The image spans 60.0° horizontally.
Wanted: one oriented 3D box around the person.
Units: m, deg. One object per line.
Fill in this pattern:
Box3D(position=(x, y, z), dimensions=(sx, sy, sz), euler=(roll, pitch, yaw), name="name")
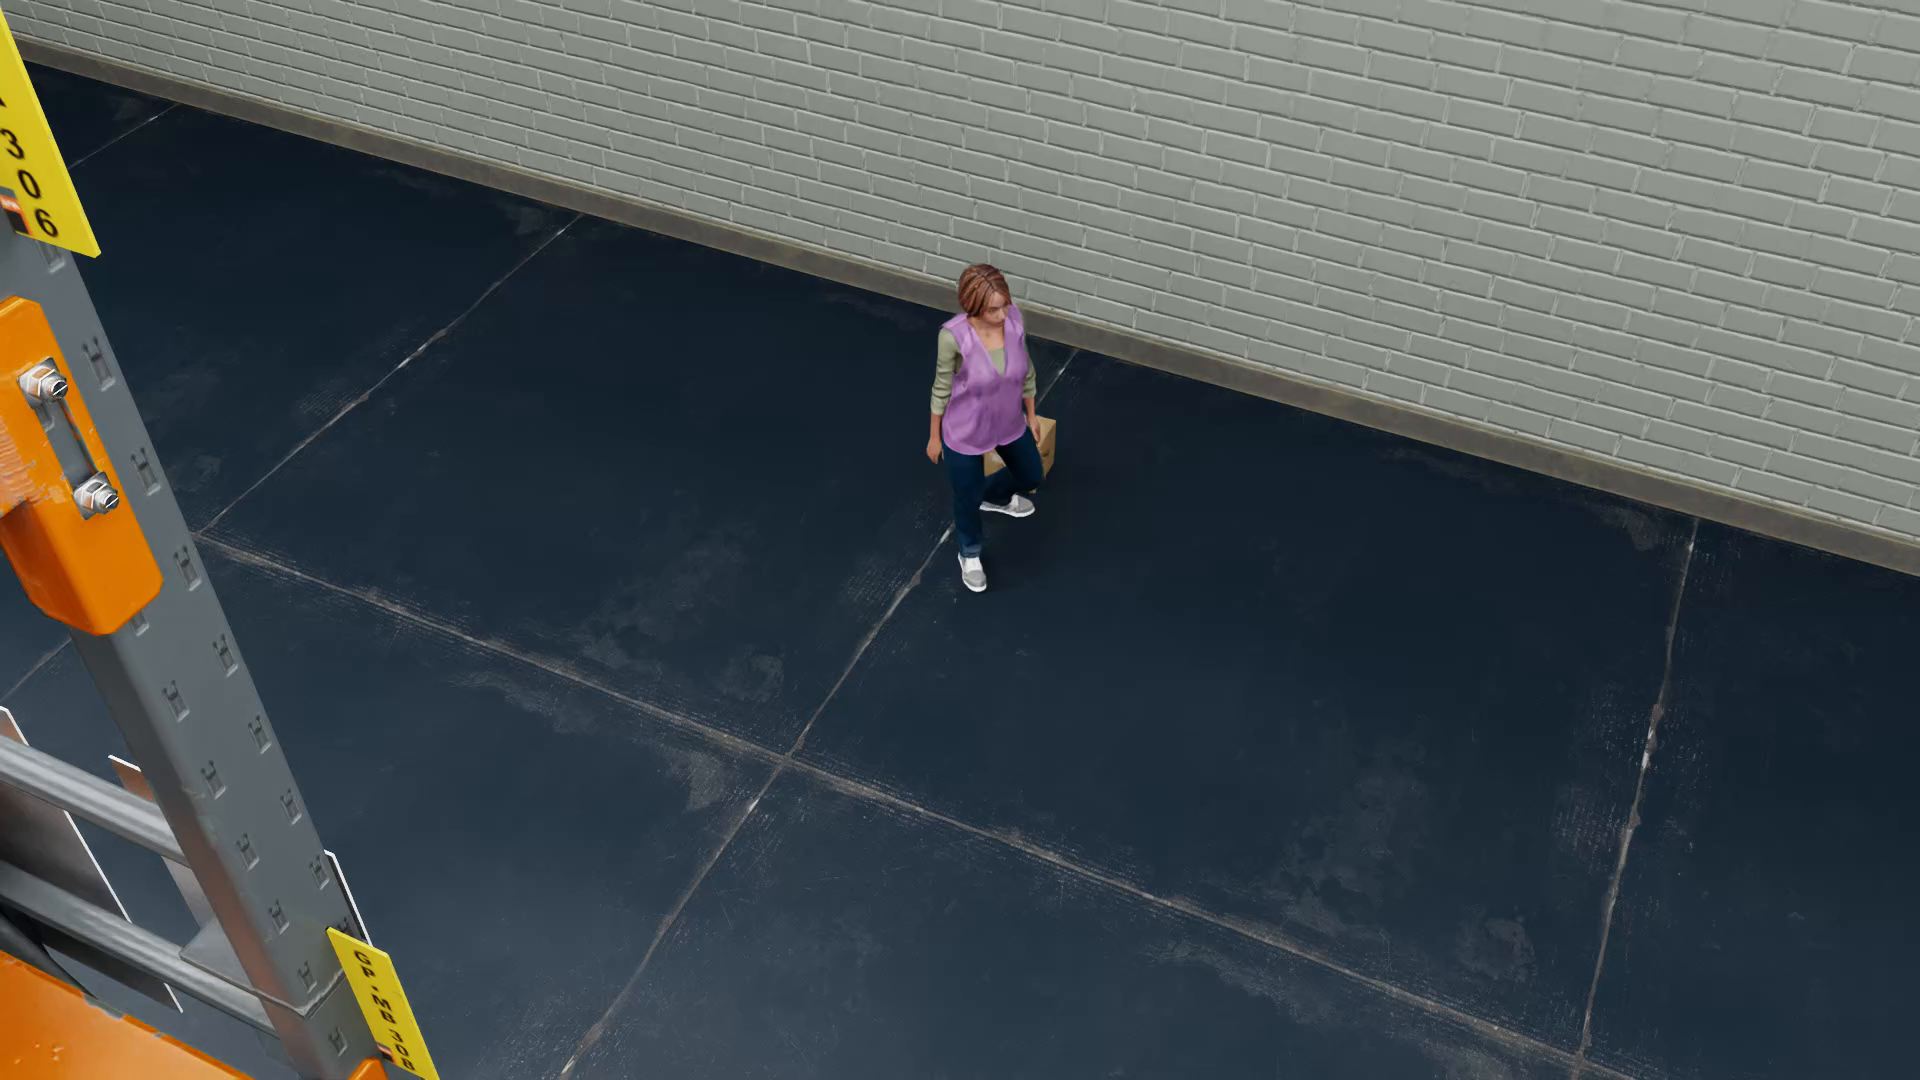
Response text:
Box3D(position=(0.126, -0.504, 6.705), dimensions=(0.592, 1.585, 0.477), euler=(-22, 47, -22), name="person")
